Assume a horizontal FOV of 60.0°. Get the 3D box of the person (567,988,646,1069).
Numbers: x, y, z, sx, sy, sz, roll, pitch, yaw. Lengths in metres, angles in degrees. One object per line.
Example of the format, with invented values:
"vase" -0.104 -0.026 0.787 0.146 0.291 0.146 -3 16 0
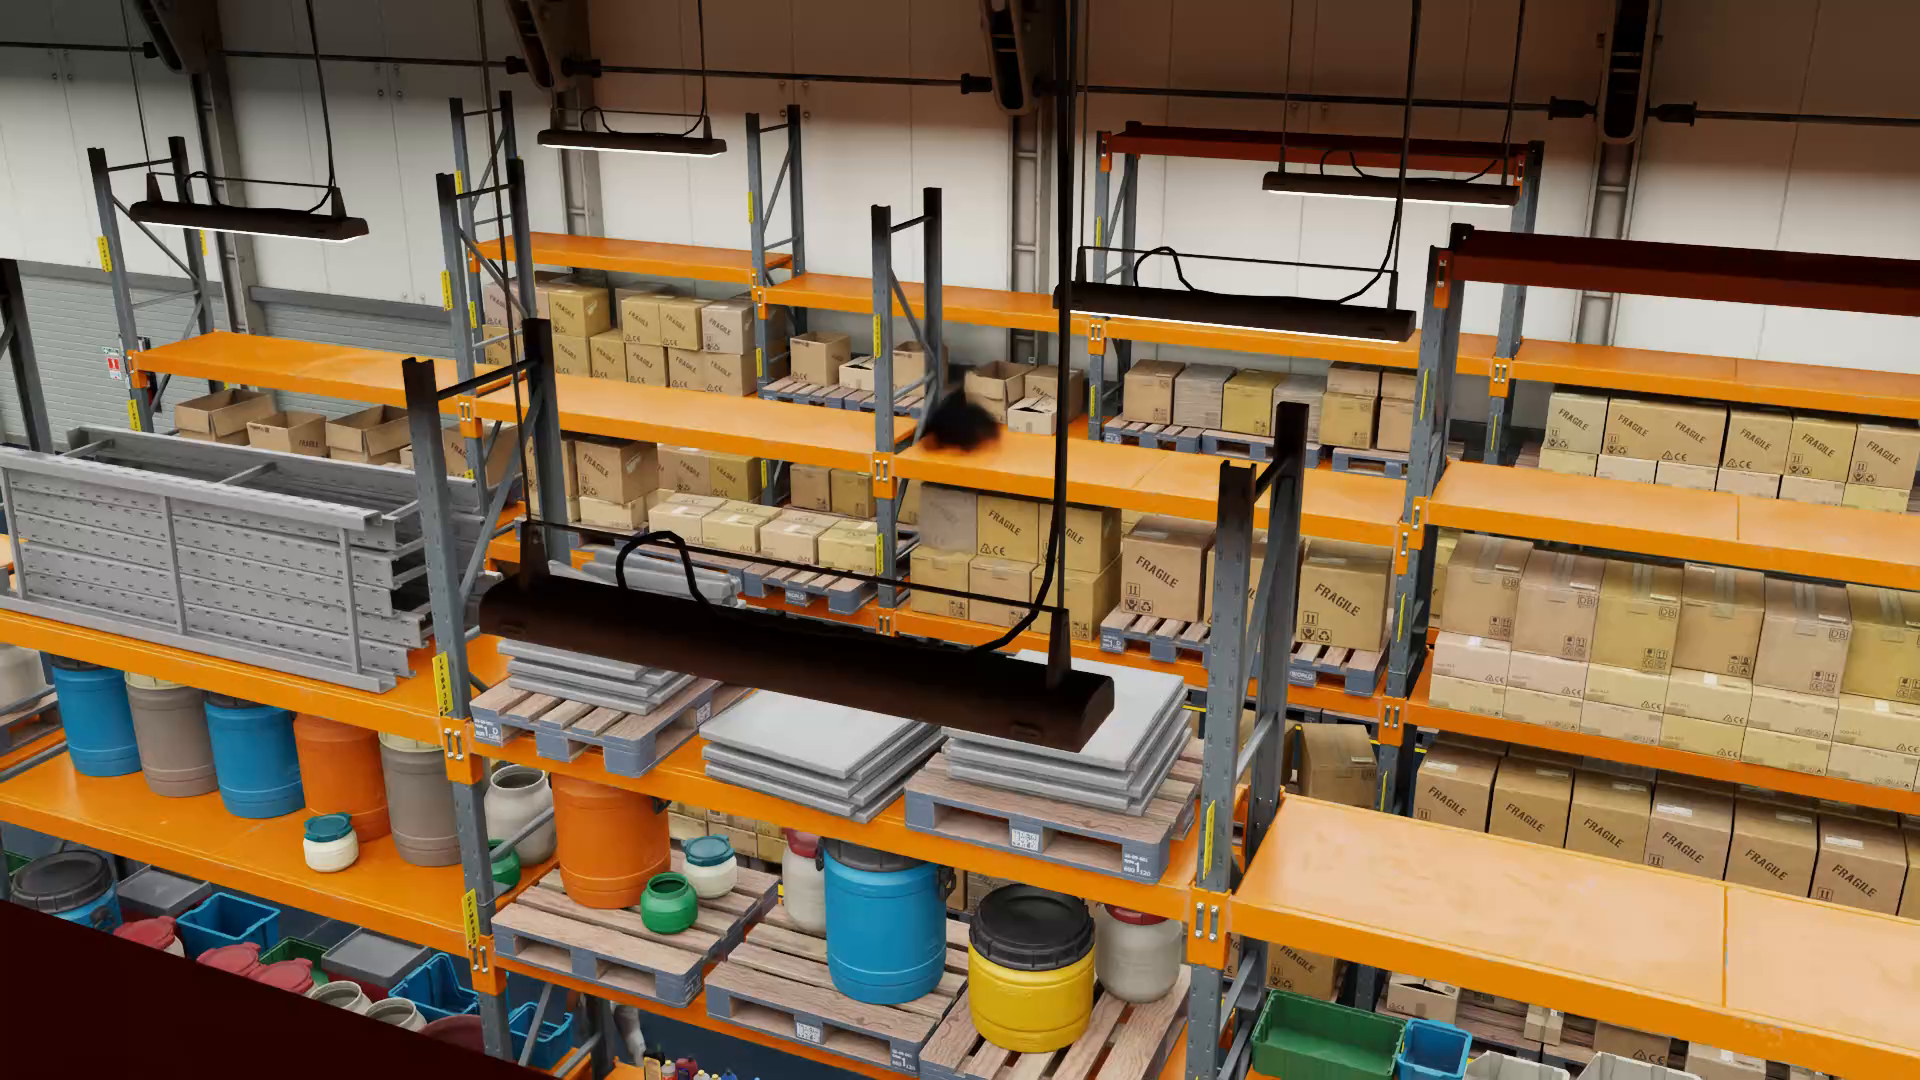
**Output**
"person" -2.523 3.222 11.818 0.901 1.615 0.665 17 26 38
